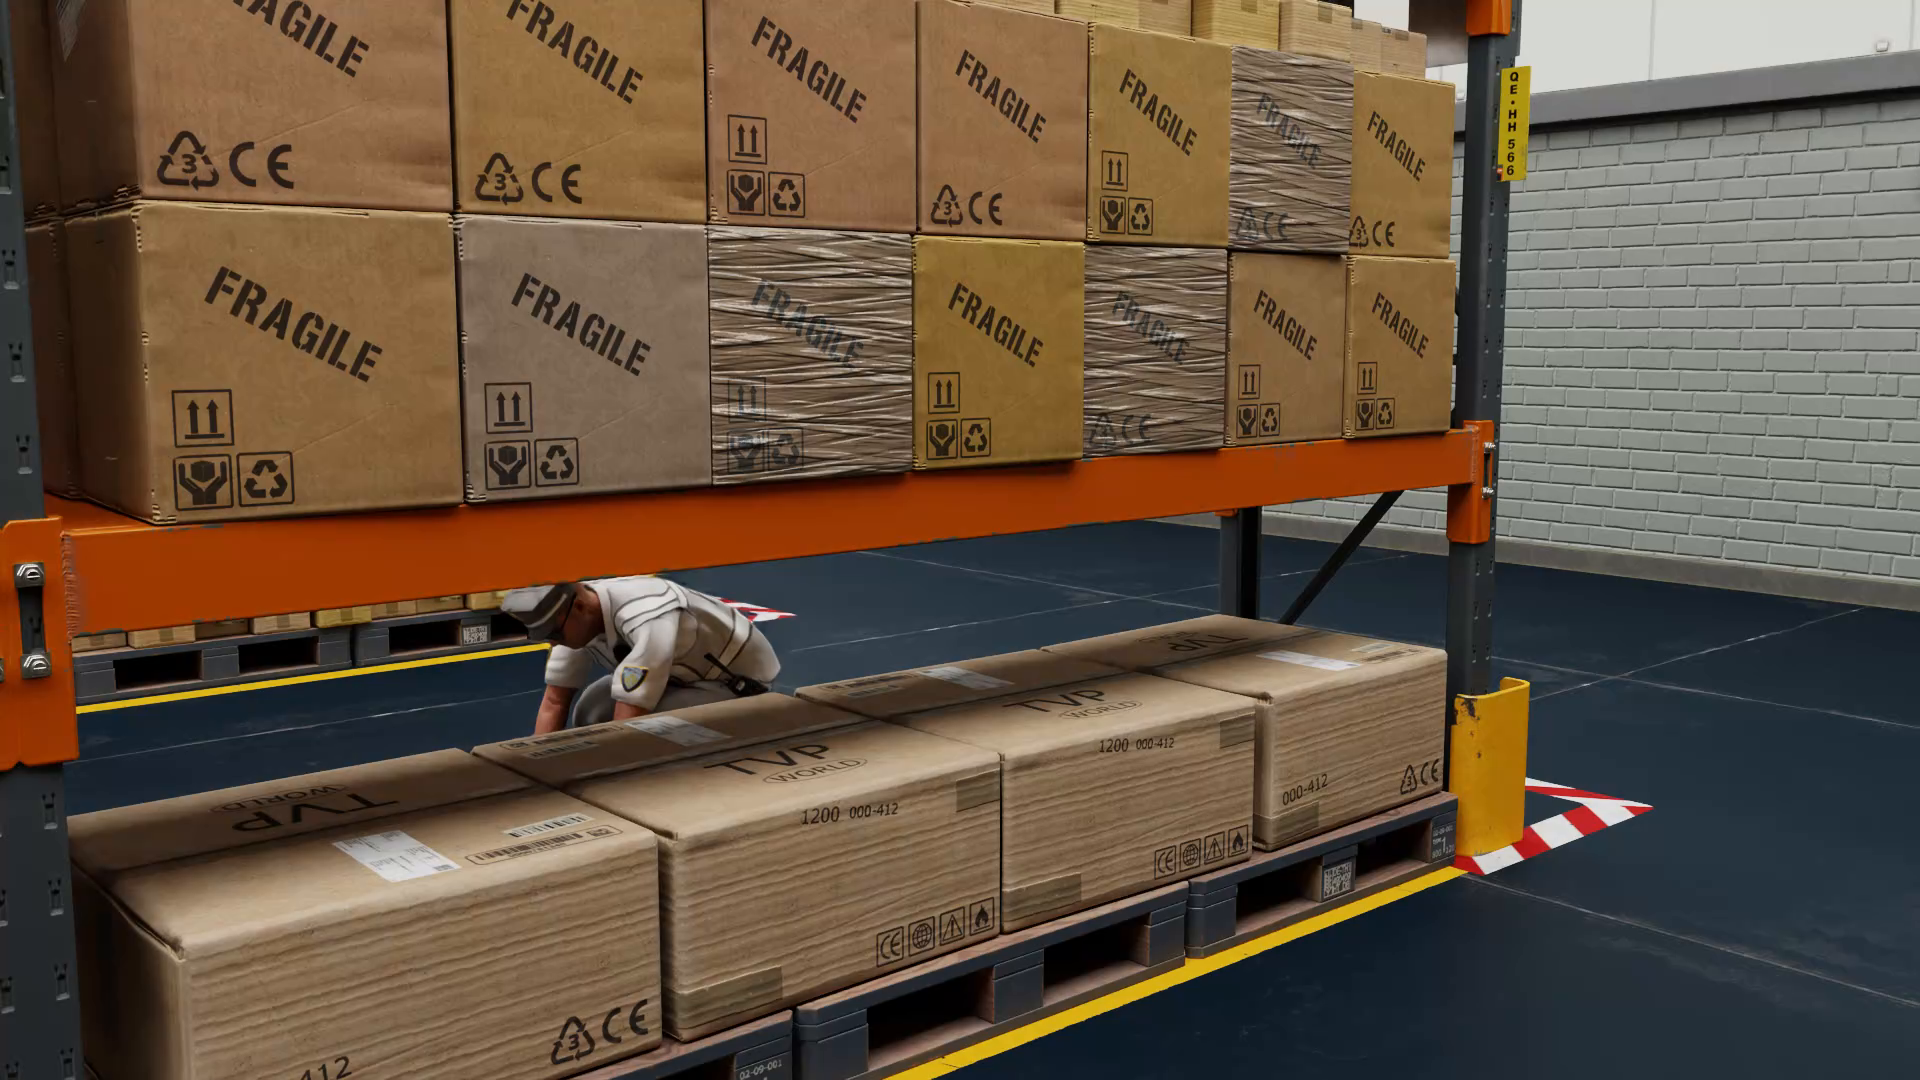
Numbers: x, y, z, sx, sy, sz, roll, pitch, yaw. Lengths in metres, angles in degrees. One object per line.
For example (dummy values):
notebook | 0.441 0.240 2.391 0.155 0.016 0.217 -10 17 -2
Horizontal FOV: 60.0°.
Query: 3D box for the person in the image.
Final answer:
person | -1.016 0.477 5.296 0.954 0.931 0.565 -6 10 -41
